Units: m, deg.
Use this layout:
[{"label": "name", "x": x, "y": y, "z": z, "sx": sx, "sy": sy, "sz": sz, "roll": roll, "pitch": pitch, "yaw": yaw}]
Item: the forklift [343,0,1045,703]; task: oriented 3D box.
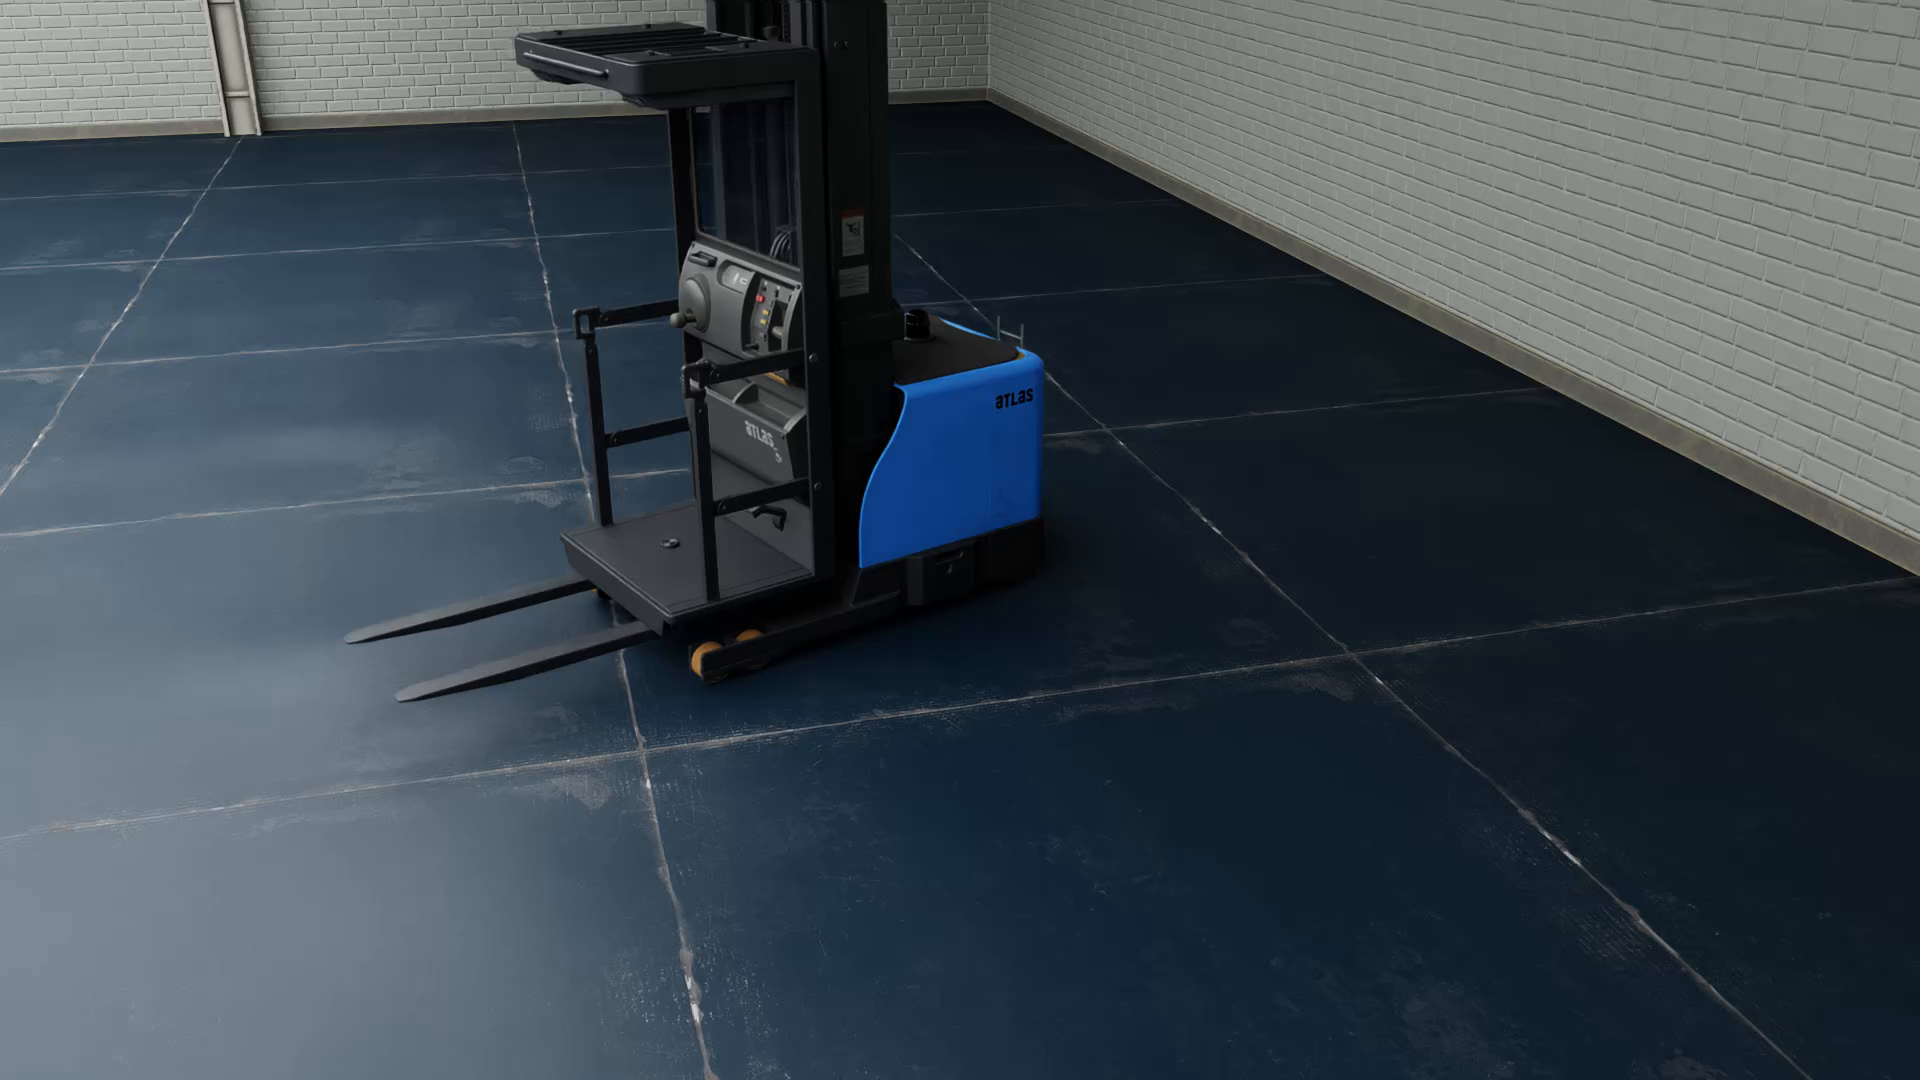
[{"label": "forklift", "x": -1.093, "y": -0.993, "z": 6.847, "sx": 3.031, "sy": 2.935, "sz": 1.130, "roll": -16, "pitch": 28, "yaw": -33}]

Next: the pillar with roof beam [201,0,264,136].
[{"label": "pillar with roof beam", "x": -7.084, "y": -7.189, "z": 13.592, "sx": 0.400, "sy": 9.000, "sz": 9.100, "roll": -6, "pitch": 24, "yaw": -14}]

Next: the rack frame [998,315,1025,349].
[{"label": "rack frame", "x": 0.249, "y": -0.587, "z": 8.285, "sx": 0.008, "sy": 1.050, "sz": 0.200, "roll": -16, "pitch": 28, "yaw": -33}]

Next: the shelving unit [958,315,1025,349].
[{"label": "shelving unit", "x": 0.151, "y": -0.558, "z": 8.219, "sx": 0.252, "sy": 1.050, "sz": 0.215, "roll": -16, "pitch": 28, "yaw": -33}]

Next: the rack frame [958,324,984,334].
[{"label": "rack frame", "x": 0.052, "y": -0.529, "z": 8.152, "sx": 0.008, "sy": 1.050, "sz": 0.200, "roll": -16, "pitch": 28, "yaw": -33}]
